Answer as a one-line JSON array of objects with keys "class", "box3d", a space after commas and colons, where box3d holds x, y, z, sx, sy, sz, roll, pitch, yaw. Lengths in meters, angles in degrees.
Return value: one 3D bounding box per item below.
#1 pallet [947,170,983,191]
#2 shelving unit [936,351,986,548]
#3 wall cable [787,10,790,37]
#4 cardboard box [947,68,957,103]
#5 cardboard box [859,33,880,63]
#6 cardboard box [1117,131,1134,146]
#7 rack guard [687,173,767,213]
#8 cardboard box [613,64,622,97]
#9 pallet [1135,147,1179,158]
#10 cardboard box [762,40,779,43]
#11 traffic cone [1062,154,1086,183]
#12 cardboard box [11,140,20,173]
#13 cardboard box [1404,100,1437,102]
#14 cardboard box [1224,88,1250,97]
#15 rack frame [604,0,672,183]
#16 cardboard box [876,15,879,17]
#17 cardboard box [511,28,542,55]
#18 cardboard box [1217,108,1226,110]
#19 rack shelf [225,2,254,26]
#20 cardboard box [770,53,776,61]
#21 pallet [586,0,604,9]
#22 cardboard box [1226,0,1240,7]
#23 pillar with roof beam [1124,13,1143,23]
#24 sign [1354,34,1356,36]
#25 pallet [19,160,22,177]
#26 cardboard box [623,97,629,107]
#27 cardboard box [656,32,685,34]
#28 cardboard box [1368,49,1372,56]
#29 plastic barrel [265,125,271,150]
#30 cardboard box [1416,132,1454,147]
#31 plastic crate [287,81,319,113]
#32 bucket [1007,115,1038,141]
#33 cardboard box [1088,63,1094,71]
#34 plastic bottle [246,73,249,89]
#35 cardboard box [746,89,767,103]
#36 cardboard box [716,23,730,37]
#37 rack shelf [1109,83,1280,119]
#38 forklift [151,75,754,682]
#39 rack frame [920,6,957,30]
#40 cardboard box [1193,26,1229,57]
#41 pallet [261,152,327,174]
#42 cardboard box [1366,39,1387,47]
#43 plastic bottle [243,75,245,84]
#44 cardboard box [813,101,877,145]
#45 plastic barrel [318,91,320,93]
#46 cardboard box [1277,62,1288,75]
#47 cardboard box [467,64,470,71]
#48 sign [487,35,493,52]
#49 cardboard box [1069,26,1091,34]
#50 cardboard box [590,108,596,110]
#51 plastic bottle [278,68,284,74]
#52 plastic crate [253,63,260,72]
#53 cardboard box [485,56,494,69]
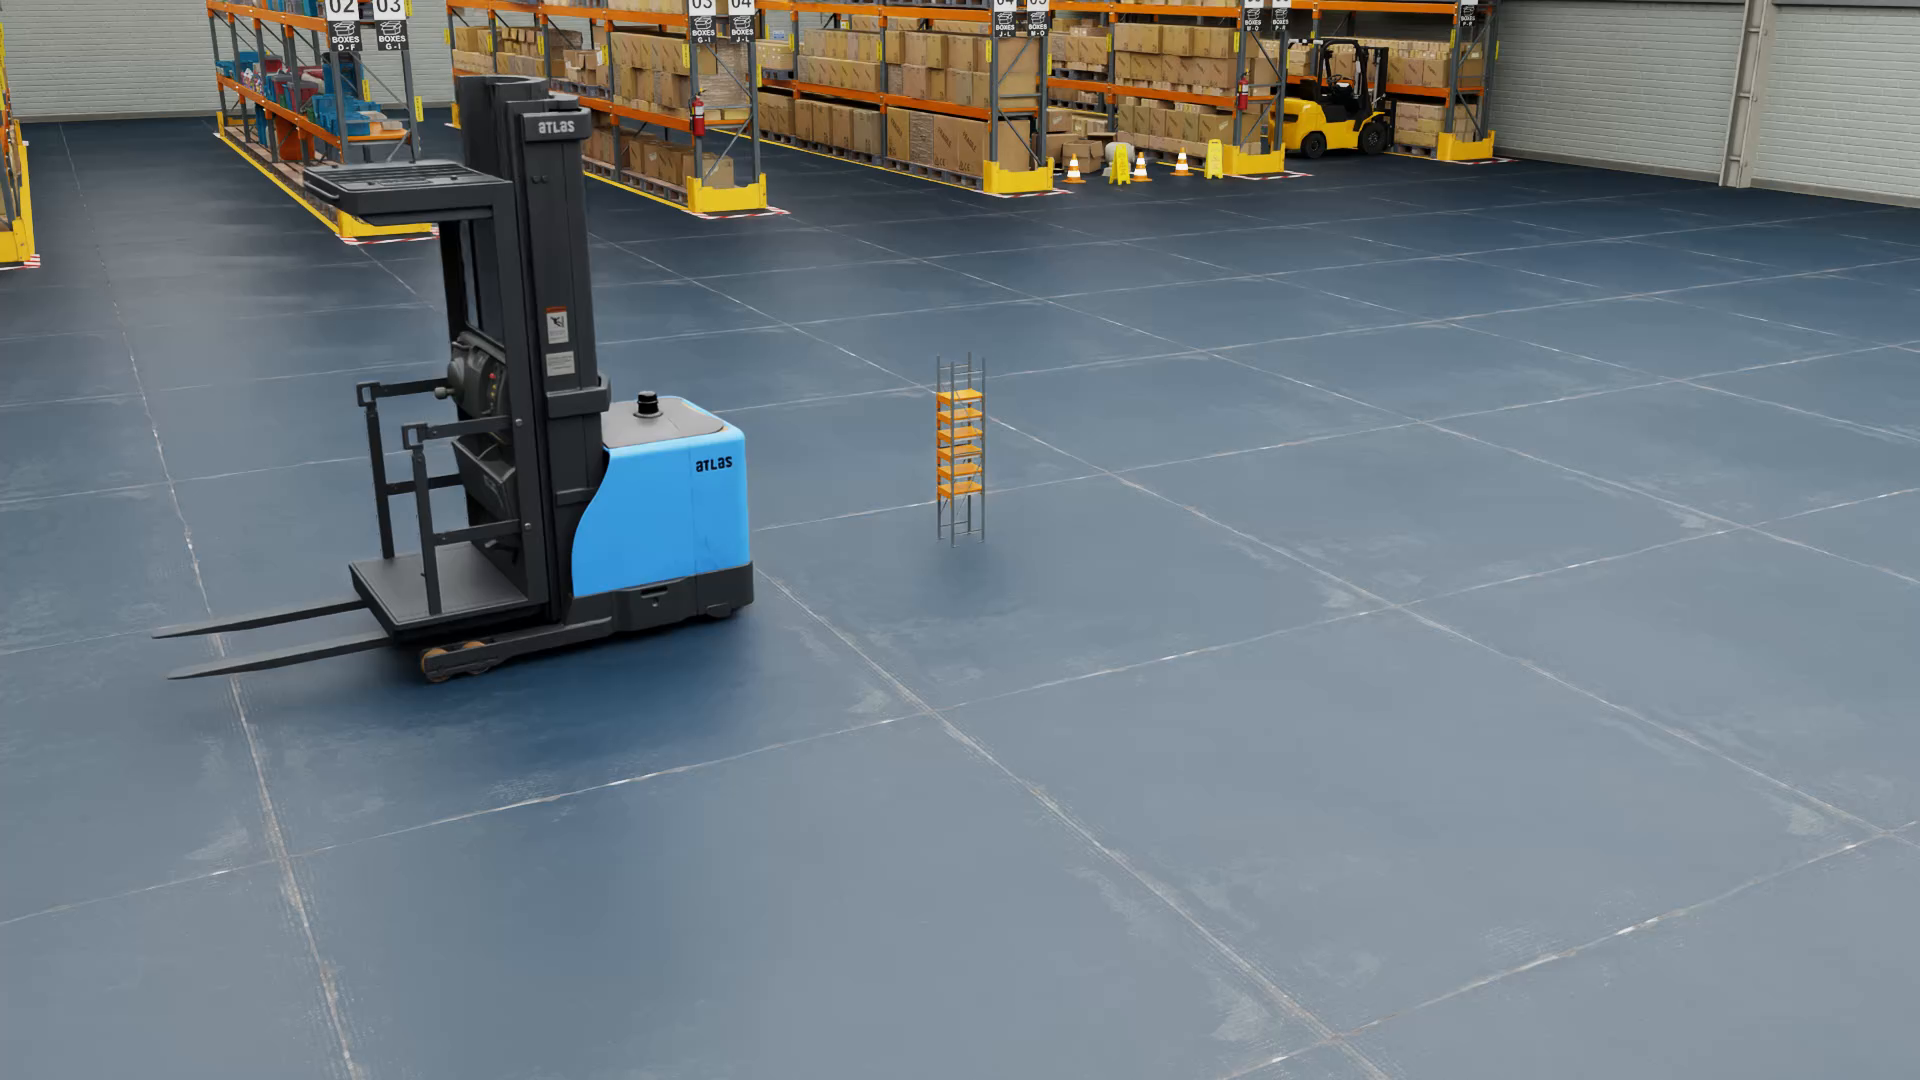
[{"class": "pallet", "box3d": [0.491, -6.038, 27.807, 1.003, 0.211, 1.213, -10, 21, -27]}, {"class": "shelving unit", "box3d": [0.007, -0.563, 10.424, 0.258, 1.200, 0.189, -10, 21, -27]}, {"class": "wall cable", "box3d": [-5.048, -14.638, 46.849, 0.585, 1.953, 0.123, -10, 21, -27]}, {"class": "cardboard box", "box3d": [0.288, -7.644, 27.956, 0.875, 0.550, 0.550, -10, 21, -27]}, {"class": "cardboard box", "box3d": [-1.447, -9.096, 30.708, 0.700, 0.500, 0.500, -10, 22, -28]}, {"class": "cardboard box", "box3d": [3.391, -7.771, 32.124, 0.500, 0.250, 0.500, -11, 22, -29]}, {"class": "rack guard", "box3d": [-3.510, -5.240, 25.051, 1.175, 0.500, 0.348, -10, 21, -27]}, {"class": "cardboard box", "box3d": [-5.214, -7.597, 27.441, 0.875, 0.500, 0.500, -10, 21, -27]}, {"class": "pallet", "box3d": [3.698, -7.578, 32.268, 1.003, 0.211, 1.213, -10, 21, -27]}, {"class": "cardboard box", "box3d": [-4.022, -10.633, 35.677, 0.380, 0.149, 0.250, -10, 21, -27]}, {"class": "traffic cone", "box3d": [1.937, -6.312, 28.215, 0.336, 0.463, 0.334, -10, 21, -27]}, {"class": "cardboard box", "box3d": [-15.957, -6.364, 27.635, 0.500, 0.500, 0.500, -9, 21, -24]}, {"class": "cardboard box", "box3d": [9.084, -8.532, 32.796, 0.500, 0.250, 0.500, -10, 21, -27]}, {"class": "cardboard box", "box3d": [4.882, -7.890, 29.285, 0.380, 0.149, 0.250, -9, 21, -25]}, {"class": "rack frame", "box3d": [-5.373, -7.548, 27.908, 1.000, 3.000, 0.127, -10, 21, -27]}, {"class": "cardboard box", "box3d": [-1.822, -12.835, 40.549, 0.380, 0.149, 0.250, -10, 21, -26]}, {"class": "cardboard box", "box3d": [-8.546, -9.985, 33.279, 0.797, 0.503, 0.637, -10, 21, -26]}, {"class": "cardboard box", "box3d": [4.613, -7.764, 30.955, 0.500, 0.500, 0.500, -10, 21, -26]}, {"class": "rack shelf", "box3d": [-12.581, -9.581, 30.304, 1.077, 0.370, 4.000, -10, 21, -27]}, {"class": "cardboard box", "box3d": [-3.623, -9.804, 33.730, 0.380, 0.149, 0.250, -9, 21, -25]}, {"class": "pallet", "box3d": [-5.572, -9.071, 28.010, 1.213, 0.211, 1.003, -10, 21, -27]}, {"class": "cardboard box", "box3d": [4.832, -9.293, 28.751, 0.380, 0.149, 0.250, -10, 21, -26]}, {"class": "pillar with roof beam", "box3d": [0.590, -14.658, 39.316, 9.100, 9.000, 0.400, -10, 21, -27]}, {"class": "sign", "box3d": [8.203, -10.386, 34.684, 0.100, 0.325, 0.005, -10, 21, -27]}, {"class": "pallet", "box3d": [-16.889, -6.415, 28.898, 1.003, 0.211, 1.213, -10, 21, -27]}, {"class": "cardboard box", "box3d": [-5.285, -7.180, 27.225, 0.380, 0.149, 0.250, -10, 21, -27]}, {"class": "cardboard box", "box3d": [-4.679, -7.979, 27.014, 0.500, 0.500, 0.500, -10, 21, -27]}, {"class": "cardboard box", "box3d": [8.217, -9.703, 33.004, 0.380, 0.149, 0.250, -11, 22, -28]}, {"class": "plastic barrel", "box3d": [-12.762, -7.562, 31.118, 0.421, 0.512, 0.421, 0, 19, 0]}, {"class": "cardboard box", "box3d": [9.113, -7.690, 31.889, 0.500, 0.250, 0.500, -10, 21, -26]}, {"class": "plastic crate", "box3d": [-10.231, -6.903, 25.939, 0.402, 0.464, 0.583, -10, 21, -27]}, {"class": "bucket", "box3d": [1.134, -7.777, 31.258, 0.726, 0.611, 0.620, -3, 9, -8]}, {"class": "cardboard box", "box3d": [2.751, -9.346, 32.860, 0.380, 0.149, 0.250, -11, 22, -28]}, {"class": "plastic bottle", "box3d": [-13.310, -8.596, 31.123, 0.061, 0.283, 0.133, -10, 21, -27]}, {"class": "cardboard box", "box3d": [-4.385, -9.550, 35.747, 0.500, 0.250, 0.500, -9, 21, -25]}, {"class": "cardboard box", "box3d": [-5.220, -11.338, 36.747, 0.500, 0.500, 0.500, -11, 22, -29]}, {"class": "rack shelf", "box3d": [4.298, -8.169, 30.810, 1.077, 0.370, 4.000, -10, 21, -27]}, {"class": "forklift", "box3d": [-2.694, -0.855, 8.615, 3.031, 2.935, 1.130, -11, 22, -29]}, {"class": "rack frame", "box3d": [-0.450, -11.380, 39.012, 1.000, 3.000, 0.127, -10, 21, -27]}, {"class": "cardboard box", "box3d": [4.579, -8.855, 29.552, 0.700, 0.500, 0.500, -10, 21, -26]}, {"class": "pallet", "box3d": [-12.042, -6.831, 30.104, 1.003, 0.211, 1.213, -10, 21, -27]}, {"class": "cardboard box", "box3d": [8.287, -9.853, 32.982, 0.380, 0.149, 0.250, -10, 21, -27]}, {"class": "plastic bottle", "box3d": [-13.552, -8.749, 31.584, 0.097, 0.271, 0.097, 0, 19, 0]}, {"class": "cardboard box", "box3d": [-2.231, -8.132, 32.403, 1.050, 0.750, 0.750, -10, 21, -26]}, {"class": "plastic barrel", "box3d": [-10.225, -7.119, 26.877, 0.301, 0.262, 0.301, 0, 19, 0]}, {"class": "cardboard box", "box3d": [7.002, -10.030, 35.329, 0.500, 0.250, 0.500, -10, 21, -27]}, {"class": "cardboard box", "box3d": [-10.580, -10.353, 36.420, 0.380, 0.149, 0.250, -10, 22, -27]}, {"class": "sign", "box3d": [-9.660, -10.205, 34.159, 0.100, 0.325, 0.005, -10, 21, -27]}, {"class": "cardboard box", "box3d": [2.474, -10.499, 34.210, 0.380, 0.149, 0.250, -11, 22, -29]}, {"class": "cardboard box", "box3d": [-6.928, -7.890, 30.905, 0.500, 0.250, 0.500, -9, 21, -24]}, {"class": "plastic bottle", "box3d": [-12.845, -8.766, 31.512, 0.144, 0.351, 0.185, -10, 21, -27]}, {"class": "plastic crate", "box3d": [-14.094, -9.517, 33.702, 0.437, 0.282, 0.530, -10, 21, -27]}, {"class": "cardboard box", "box3d": [-9.613, -10.001, 34.789, 0.500, 0.250, 0.500, -10, 22, -28]}]
